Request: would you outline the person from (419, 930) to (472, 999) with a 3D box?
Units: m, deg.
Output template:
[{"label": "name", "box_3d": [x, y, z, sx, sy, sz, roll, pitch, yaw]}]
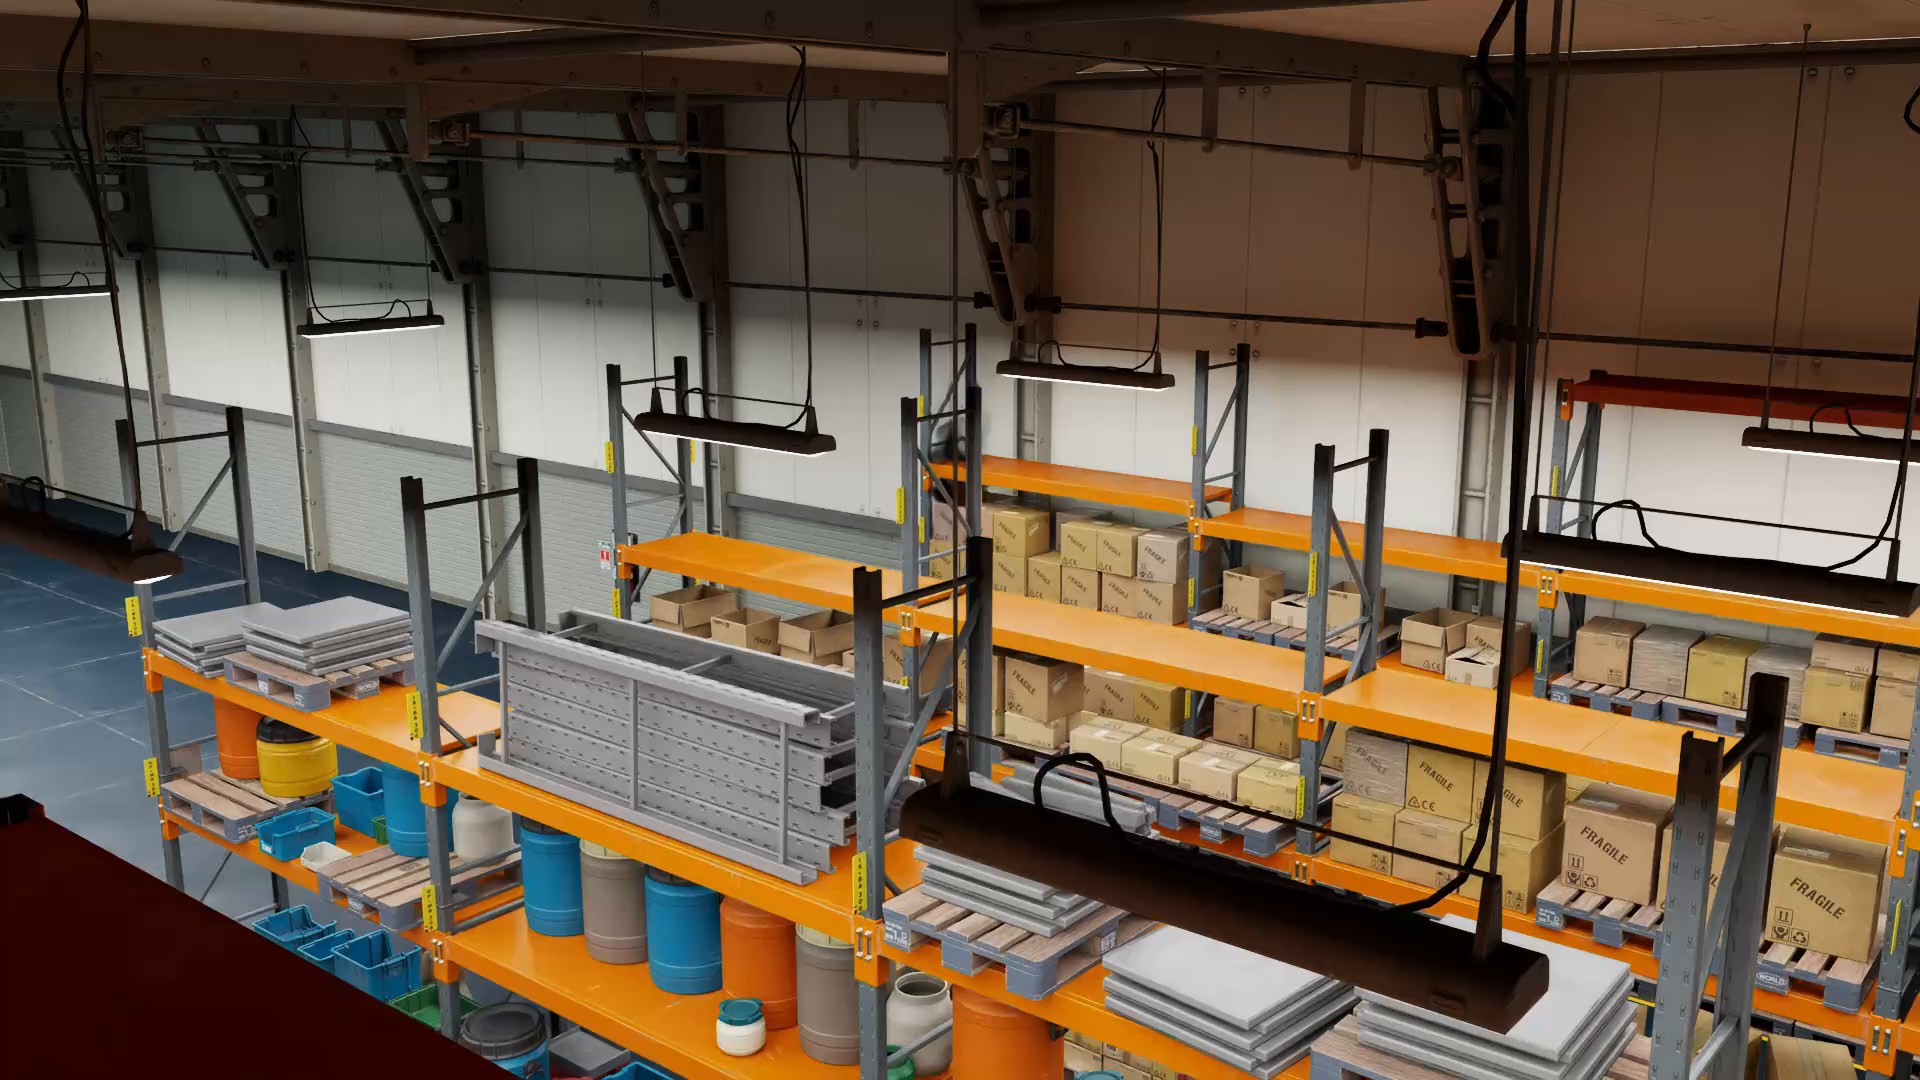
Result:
[{"label": "person", "box_3d": [-4.825, 3.840, 15.440, 0.702, 1.760, 0.693, 8, 15, 33]}]
